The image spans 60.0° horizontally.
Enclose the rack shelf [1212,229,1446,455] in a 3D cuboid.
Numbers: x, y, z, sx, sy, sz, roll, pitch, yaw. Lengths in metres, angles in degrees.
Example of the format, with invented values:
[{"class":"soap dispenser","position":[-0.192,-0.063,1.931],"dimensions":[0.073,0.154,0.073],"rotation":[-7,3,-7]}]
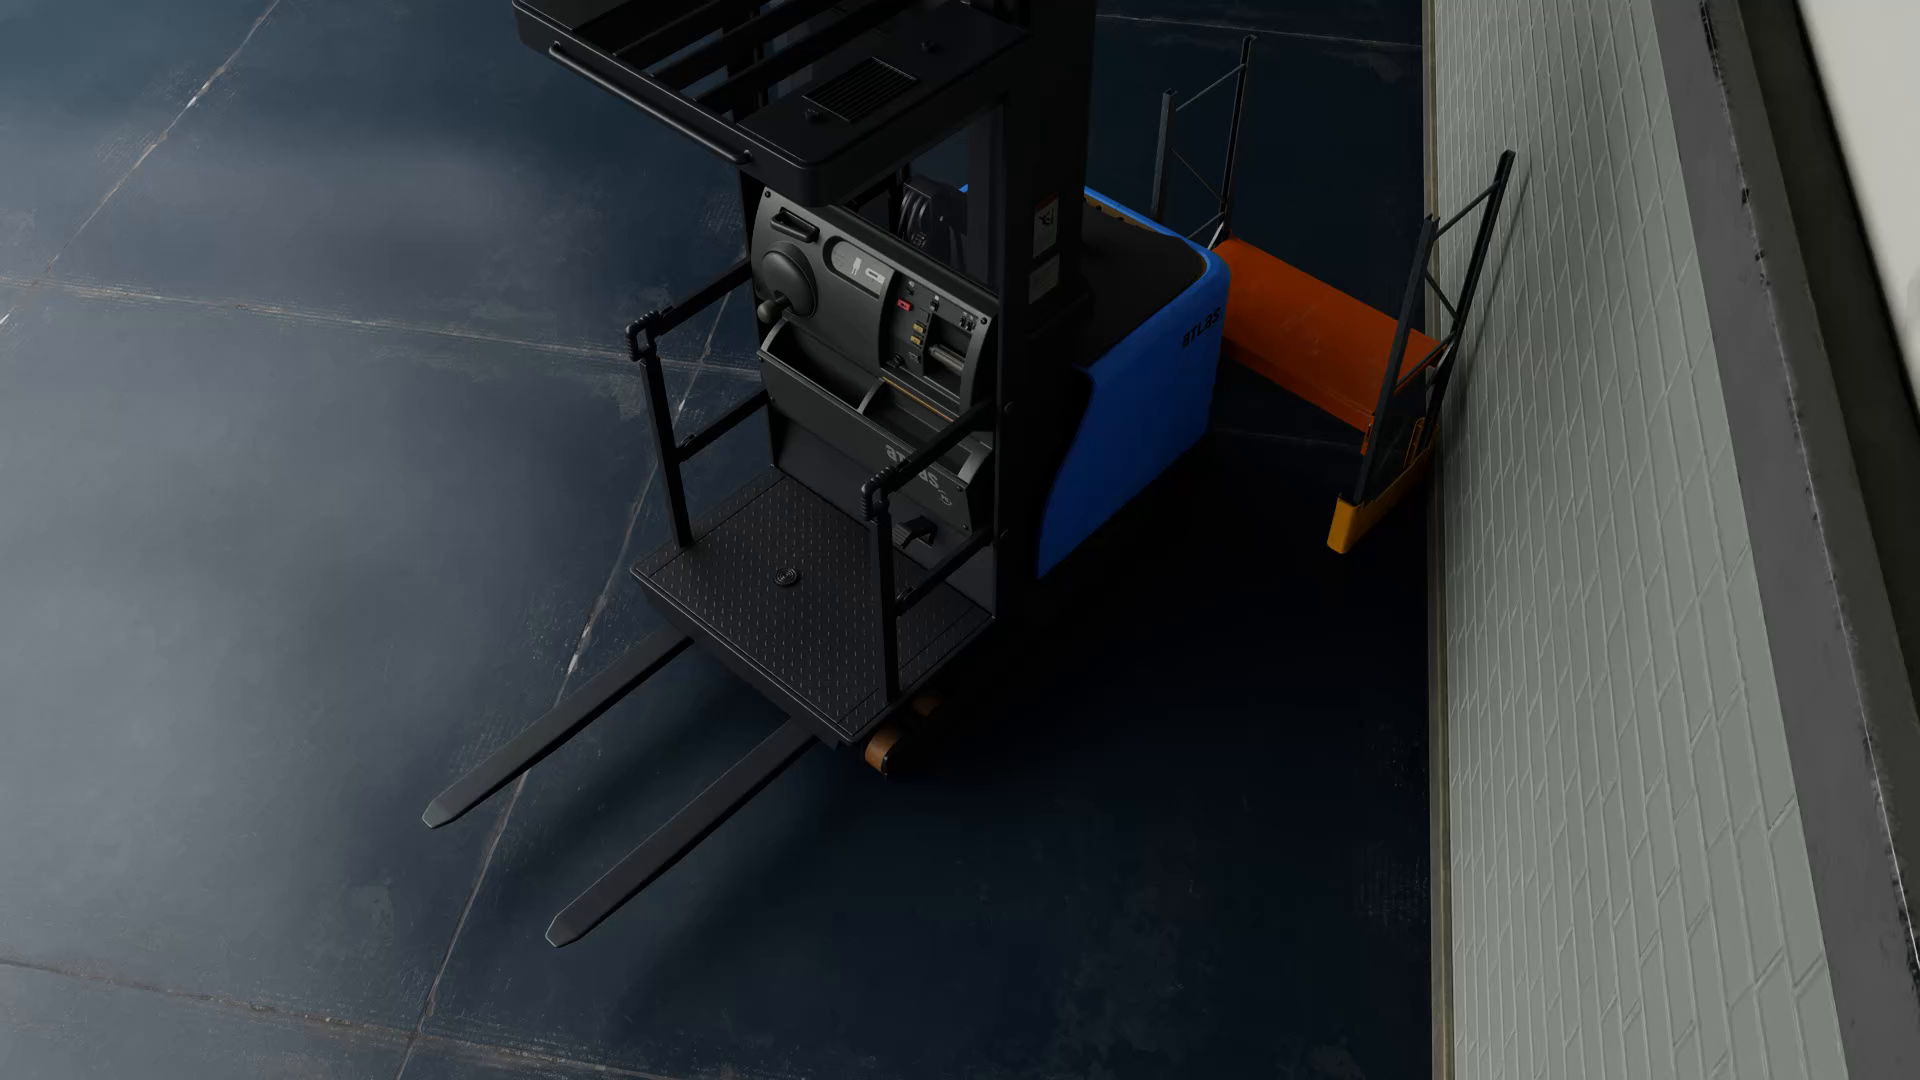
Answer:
[{"class":"rack shelf","position":[1.236,-0.752,6.159],"dimensions":[1.000,0.185,0.538],"rotation":[34,57,27]}]

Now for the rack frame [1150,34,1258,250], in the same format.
[{"class":"rack frame","position":[0.862,-1.128,6.255],"dimensions":[0.032,1.500,0.500],"rotation":[34,57,27]}]

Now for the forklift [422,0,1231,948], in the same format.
[{"class":"forklift","position":[-0.417,-0.636,4.851],"dimensions":[1.130,2.935,3.031],"rotation":[34,56,27]}]

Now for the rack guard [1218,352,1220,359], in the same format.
[{"class":"rack guard","position":[0.863,-0.709,6.719],"dimensions":[0.087,0.250,0.587],"rotation":[34,57,27]}]

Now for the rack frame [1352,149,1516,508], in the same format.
[{"class":"rack frame","position":[1.610,-0.616,5.795],"dimensions":[0.032,1.500,0.500],"rotation":[34,57,27]}]

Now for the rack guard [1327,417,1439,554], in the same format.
[{"class":"rack guard","position":[1.596,-0.208,6.269],"dimensions":[0.087,0.250,0.587],"rotation":[34,57,27]}]

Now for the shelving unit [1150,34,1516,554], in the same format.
[{"class":"shelving unit","position":[1.229,-0.876,6.029],"dimensions":[1.083,1.500,0.587],"rotation":[34,57,27]}]
